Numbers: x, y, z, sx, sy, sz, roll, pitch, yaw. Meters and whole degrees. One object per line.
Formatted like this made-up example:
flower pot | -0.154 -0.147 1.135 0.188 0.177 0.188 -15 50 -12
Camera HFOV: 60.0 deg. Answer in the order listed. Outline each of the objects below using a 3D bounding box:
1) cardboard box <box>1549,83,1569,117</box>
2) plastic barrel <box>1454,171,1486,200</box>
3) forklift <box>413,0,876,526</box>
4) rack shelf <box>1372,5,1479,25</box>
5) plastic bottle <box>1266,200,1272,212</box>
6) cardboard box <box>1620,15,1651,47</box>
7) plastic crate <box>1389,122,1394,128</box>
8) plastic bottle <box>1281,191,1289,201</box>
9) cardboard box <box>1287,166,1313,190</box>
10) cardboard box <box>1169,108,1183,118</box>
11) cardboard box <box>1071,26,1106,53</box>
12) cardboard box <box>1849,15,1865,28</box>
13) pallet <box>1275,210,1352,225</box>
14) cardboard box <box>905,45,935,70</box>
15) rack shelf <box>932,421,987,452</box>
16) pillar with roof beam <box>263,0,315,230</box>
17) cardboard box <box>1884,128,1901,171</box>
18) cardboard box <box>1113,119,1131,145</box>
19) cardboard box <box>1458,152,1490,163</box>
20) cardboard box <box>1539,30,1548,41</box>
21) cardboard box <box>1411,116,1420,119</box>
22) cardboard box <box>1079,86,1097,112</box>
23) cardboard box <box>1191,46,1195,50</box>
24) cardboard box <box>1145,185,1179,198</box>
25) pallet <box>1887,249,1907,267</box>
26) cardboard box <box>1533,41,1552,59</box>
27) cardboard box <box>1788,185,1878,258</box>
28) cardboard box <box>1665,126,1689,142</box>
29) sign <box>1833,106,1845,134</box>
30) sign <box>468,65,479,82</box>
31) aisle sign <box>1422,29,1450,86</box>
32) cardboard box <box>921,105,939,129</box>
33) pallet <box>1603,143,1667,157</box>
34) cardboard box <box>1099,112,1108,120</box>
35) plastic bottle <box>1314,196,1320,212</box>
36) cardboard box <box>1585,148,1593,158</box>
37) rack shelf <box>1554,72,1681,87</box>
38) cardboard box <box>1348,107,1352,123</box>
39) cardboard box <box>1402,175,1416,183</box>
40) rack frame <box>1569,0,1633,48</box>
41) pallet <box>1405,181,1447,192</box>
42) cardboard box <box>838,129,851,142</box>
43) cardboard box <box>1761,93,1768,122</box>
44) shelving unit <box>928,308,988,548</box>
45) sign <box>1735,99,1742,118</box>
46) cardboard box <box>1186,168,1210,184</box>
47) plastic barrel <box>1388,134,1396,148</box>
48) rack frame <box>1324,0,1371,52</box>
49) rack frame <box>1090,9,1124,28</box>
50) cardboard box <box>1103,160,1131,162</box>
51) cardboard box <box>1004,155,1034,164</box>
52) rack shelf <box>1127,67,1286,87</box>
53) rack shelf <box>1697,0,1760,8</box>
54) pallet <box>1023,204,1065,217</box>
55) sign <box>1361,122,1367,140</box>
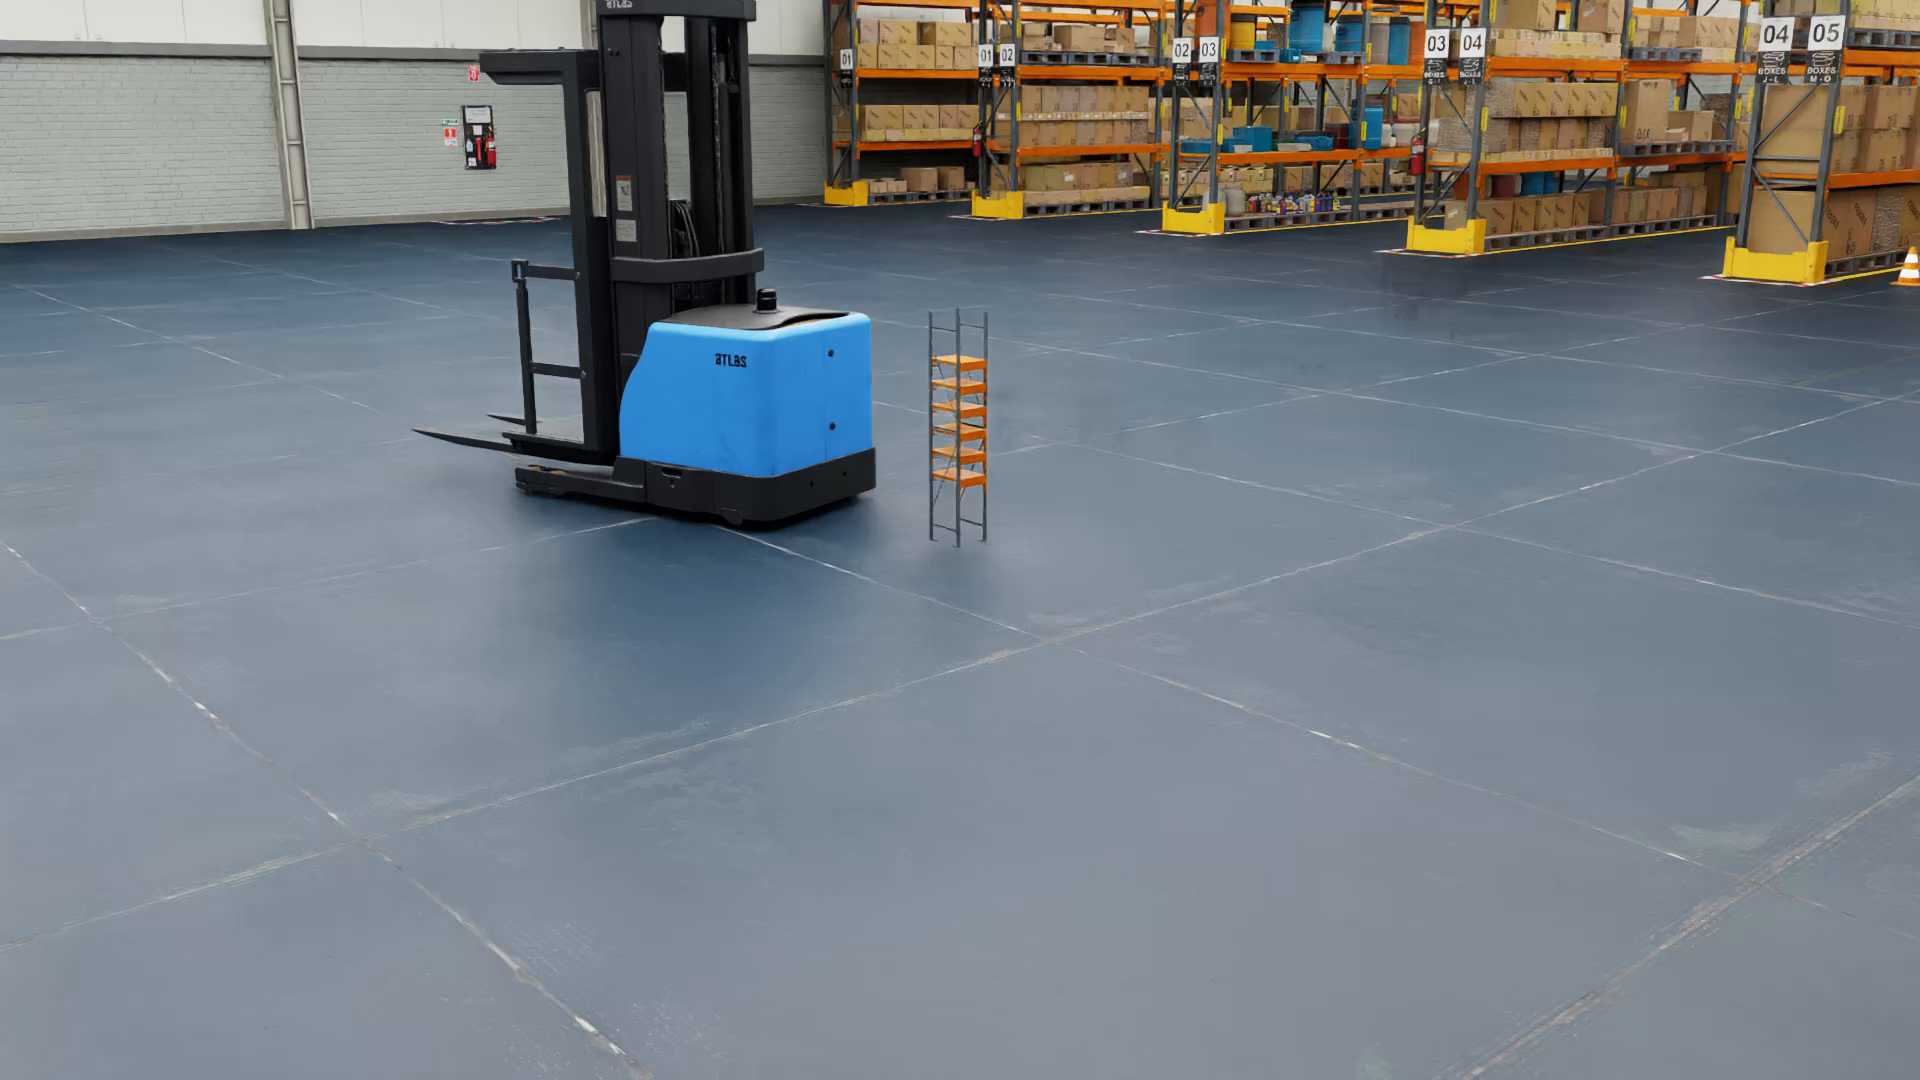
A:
cardboard box | 8.962 -6.755 25.518 0.500 0.500 0.500 -13 19 -39
plastic barrel | 10.378 -7.345 33.828 0.708 0.830 0.600 -13 19 -39
forklift | -2.004 -1.760 9.658 3.031 2.935 1.130 9 18 31
rack shelf | 11.298 -12.635 40.016 4.000 0.370 1.077 -13 19 -39
plastic bottle | 5.631 -6.080 30.270 0.097 0.201 0.097 0 15 0
cardboard box | 10.674 -8.225 26.904 0.637 0.503 0.797 -14 20 -42
plastic crate | 8.601 -7.921 32.470 0.583 0.464 0.402 -13 19 -39
plastic bottle | 5.979 -6.272 30.699 0.185 0.351 0.144 -14 20 -42
cardboard box | 7.694 -8.186 37.574 0.500 0.500 0.500 -14 20 -41
cardboard box | 5.216 -10.528 41.543 0.500 0.500 0.500 -12 19 -38
cardboard box | 2.429 -9.907 32.930 0.637 0.503 0.797 -10 18 -33
cardboard box | 10.886 -6.377 20.479 0.250 0.149 0.380 -12 19 -39
pallet | 6.469 -5.974 30.707 1.213 0.211 1.003 -13 19 -39
cardboard box | -0.894 -10.461 36.056 0.500 0.500 0.500 -11 19 -36
rack shelf | -0.011 -0.534 8.597 0.180 0.103 0.258 -13 19 -39
pillar with roof beam | -8.784 -8.993 24.979 0.400 9.000 9.100 -13 19 -39
cardboard box | 11.945 -5.212 22.161 0.500 0.550 0.875 -13 19 -39
cardboard box | 3.030 -8.273 33.717 0.500 0.500 0.700 -13 20 -40
cardboard box | 7.608 -5.666 24.636 0.250 0.149 0.380 -13 19 -39
cardboard box | 8.600 -7.570 24.983 0.250 0.149 0.380 -14 20 -42
cardboard box | 10.737 -9.916 39.868 0.500 0.500 0.500 -12 19 -38
cardboard box | 2.288 -8.736 32.934 0.500 0.500 0.700 -13 19 -39
cardboard box | 4.638 -10.168 34.668 0.500 0.250 0.500 14 20 42
cardboard box | 4.221 -7.287 34.731 0.500 0.250 0.500 -13 20 -41
pallet | 12.809 -4.019 23.388 1.213 0.211 1.003 -13 19 -39
cardboard box | 8.531 -7.365 24.988 0.500 0.250 0.500 -13 20 -40
cardboard box | 11.547 -4.256 22.175 0.875 0.875 0.875 -13 20 -40
cardboard box | 12.191 -6.943 28.379 0.258 0.266 0.396 -13 20 -41
sign | 10.776 -5.150 20.387 0.005 0.325 0.100 -13 19 -39
sign | -9.045 -8.676 30.925 0.199 0.298 0.001 -13 19 -39
aisle sign | 6.993 -7.089 24.440 0.004 0.787 0.394 -13 19 -39
cardboard box | -0.805 -9.258 36.396 0.500 0.500 0.500 -12 19 -38
pallet | 10.926 -6.471 27.536 1.213 0.211 1.003 -13 19 -39
cardboard box | 2.731 -8.451 33.126 0.250 0.149 0.380 -12 19 -38
plastic bottle | 6.466 -6.094 30.163 0.133 0.283 0.061 -11 19 -36
cardboard box | 9.862 -6.177 26.548 0.250 0.149 0.380 -13 19 -39
rack shelf | 14.547 -10.223 36.791 4.000 0.370 1.077 -13 19 -39
cardboard box | 8.808 -9.833 38.742 0.500 0.500 0.700 -9 17 -31
cardboard box | 10.894 -8.768 40.402 0.250 0.166 0.380 -13 19 -39
rack frame | 10.254 -9.361 26.359 0.127 3.000 1.000 -13 19 -39
pallet | 11.229 -8.724 41.001 1.213 0.211 1.003 -13 19 -39
cardboard box | -2.292 -8.732 35.881 0.500 0.250 0.500 -12 19 -39
cardboard box | 14.328 -7.904 30.391 0.637 0.503 0.797 -12 19 -38
shelving unit | -0.011 -0.577 8.586 0.189 1.200 0.258 -13 19 -39
sign | 13.635 -7.558 29.141 0.005 0.325 0.100 -13 19 -39
cardboard box | 5.000 -7.731 35.307 0.500 0.311 0.500 -14 20 -41
plastic barrel | 8.102 -7.555 31.488 0.301 0.262 0.301 0 15 0
rack frame | 7.003 -10.326 29.969 0.127 3.000 1.000 -13 19 -39
rack frame | 3.517 -12.932 39.726 0.127 3.000 1.000 -13 19 -39
cardboard box | 3.199 -7.611 34.493 0.500 0.500 0.500 -13 19 -39
cardboard box | 1.374 -8.926 38.893 0.500 0.250 0.500 -13 20 -41
rack shelf | 5.263 -9.833 35.329 4.000 0.370 1.077 -13 19 -39
rack shelf | 14.781 -9.837 30.308 4.000 0.370 1.077 -13 19 -39
pallet | 1.286 -6.505 32.694 1.213 0.211 1.003 -13 19 -39
sign | 7.356 -7.452 30.299 0.005 0.325 0.100 -13 19 -39
